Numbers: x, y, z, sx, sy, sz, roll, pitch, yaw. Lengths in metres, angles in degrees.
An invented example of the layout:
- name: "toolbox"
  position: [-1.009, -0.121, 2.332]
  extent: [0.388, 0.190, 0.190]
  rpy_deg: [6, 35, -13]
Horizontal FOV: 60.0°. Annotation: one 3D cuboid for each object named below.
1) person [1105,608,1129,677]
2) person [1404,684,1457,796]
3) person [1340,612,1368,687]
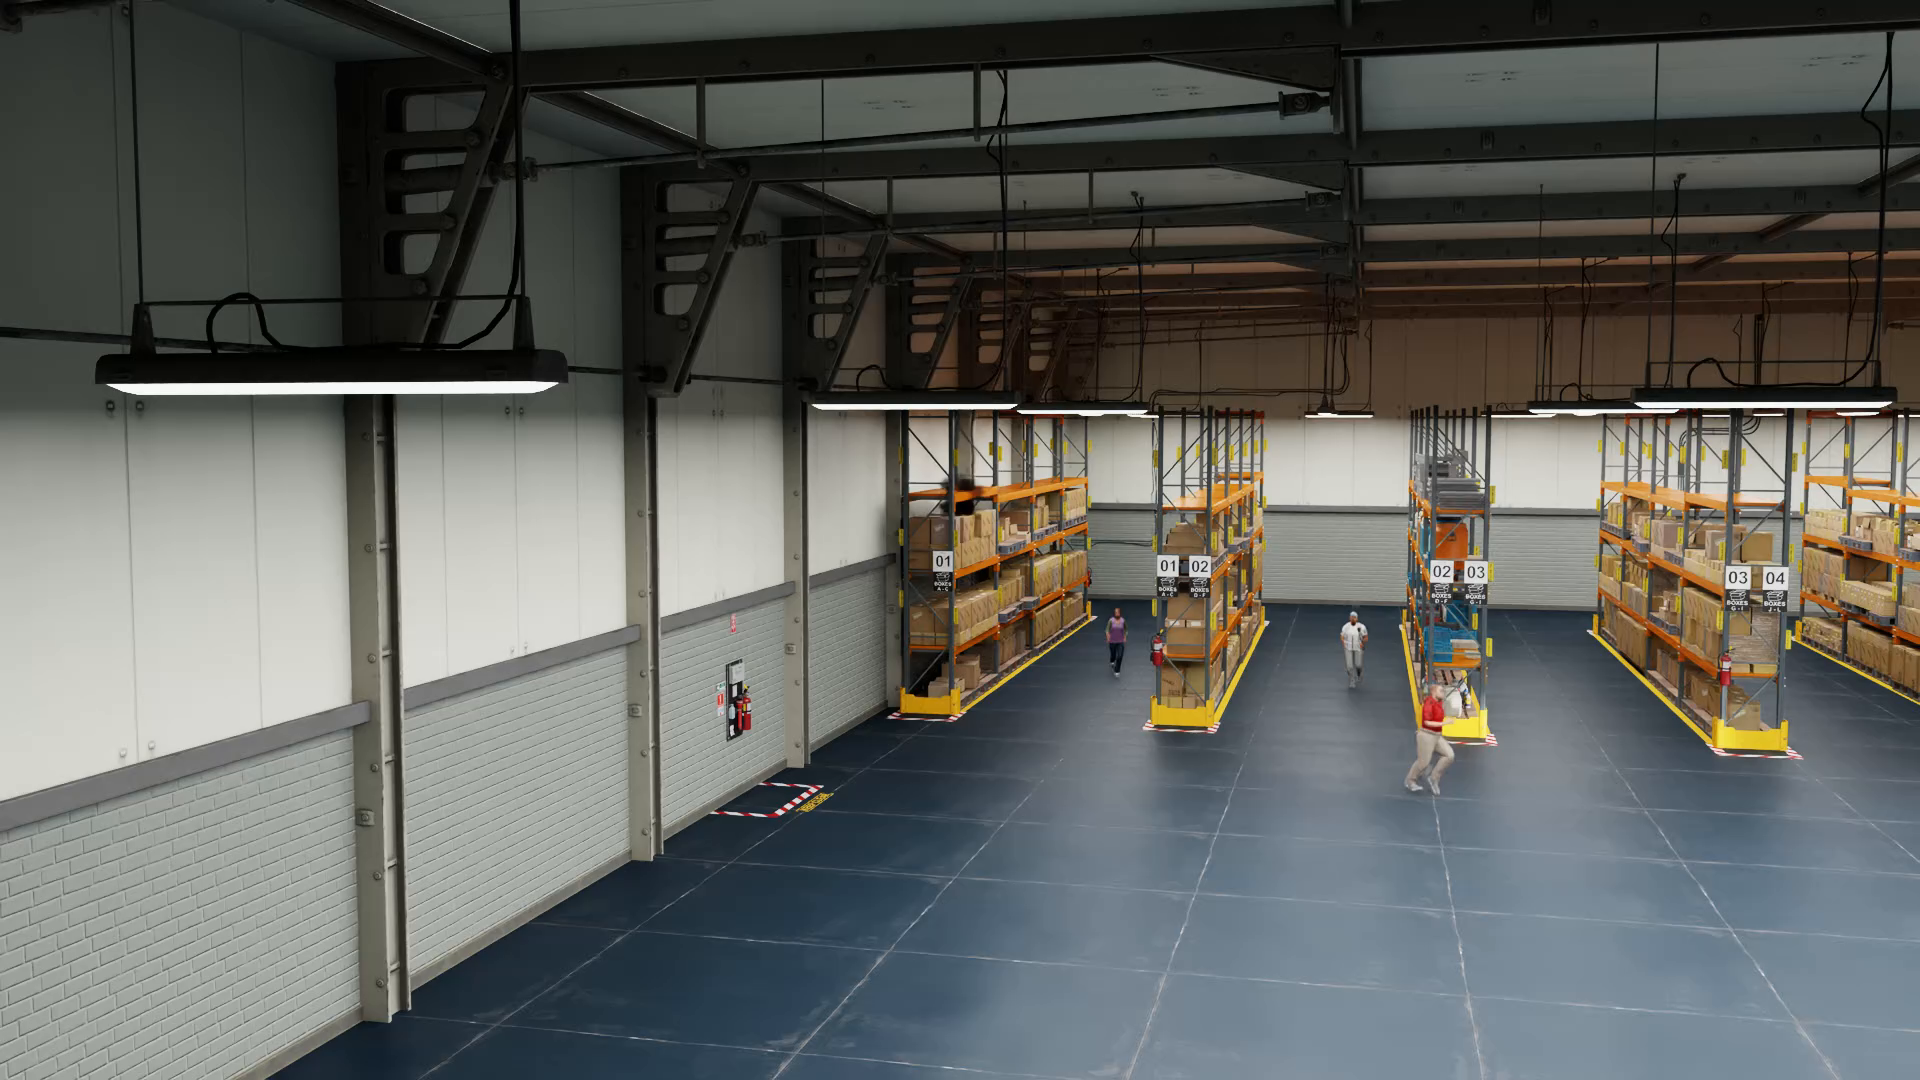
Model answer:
- name: "person"
  position: [3.520, 2.282, 37.295]
  extent: [0.522, 1.554, 0.598]
  rpy_deg: [0, 4, 1]
- name: "person"
  position: [7.198, 3.047, 25.408]
  extent: [0.833, 1.727, 0.693]
  rpy_deg: [3, 5, 37]
- name: "person"
  position: [8.450, 2.353, 35.700]
  extent: [0.586, 1.621, 0.543]
  rpy_deg: [1, 4, 19]
